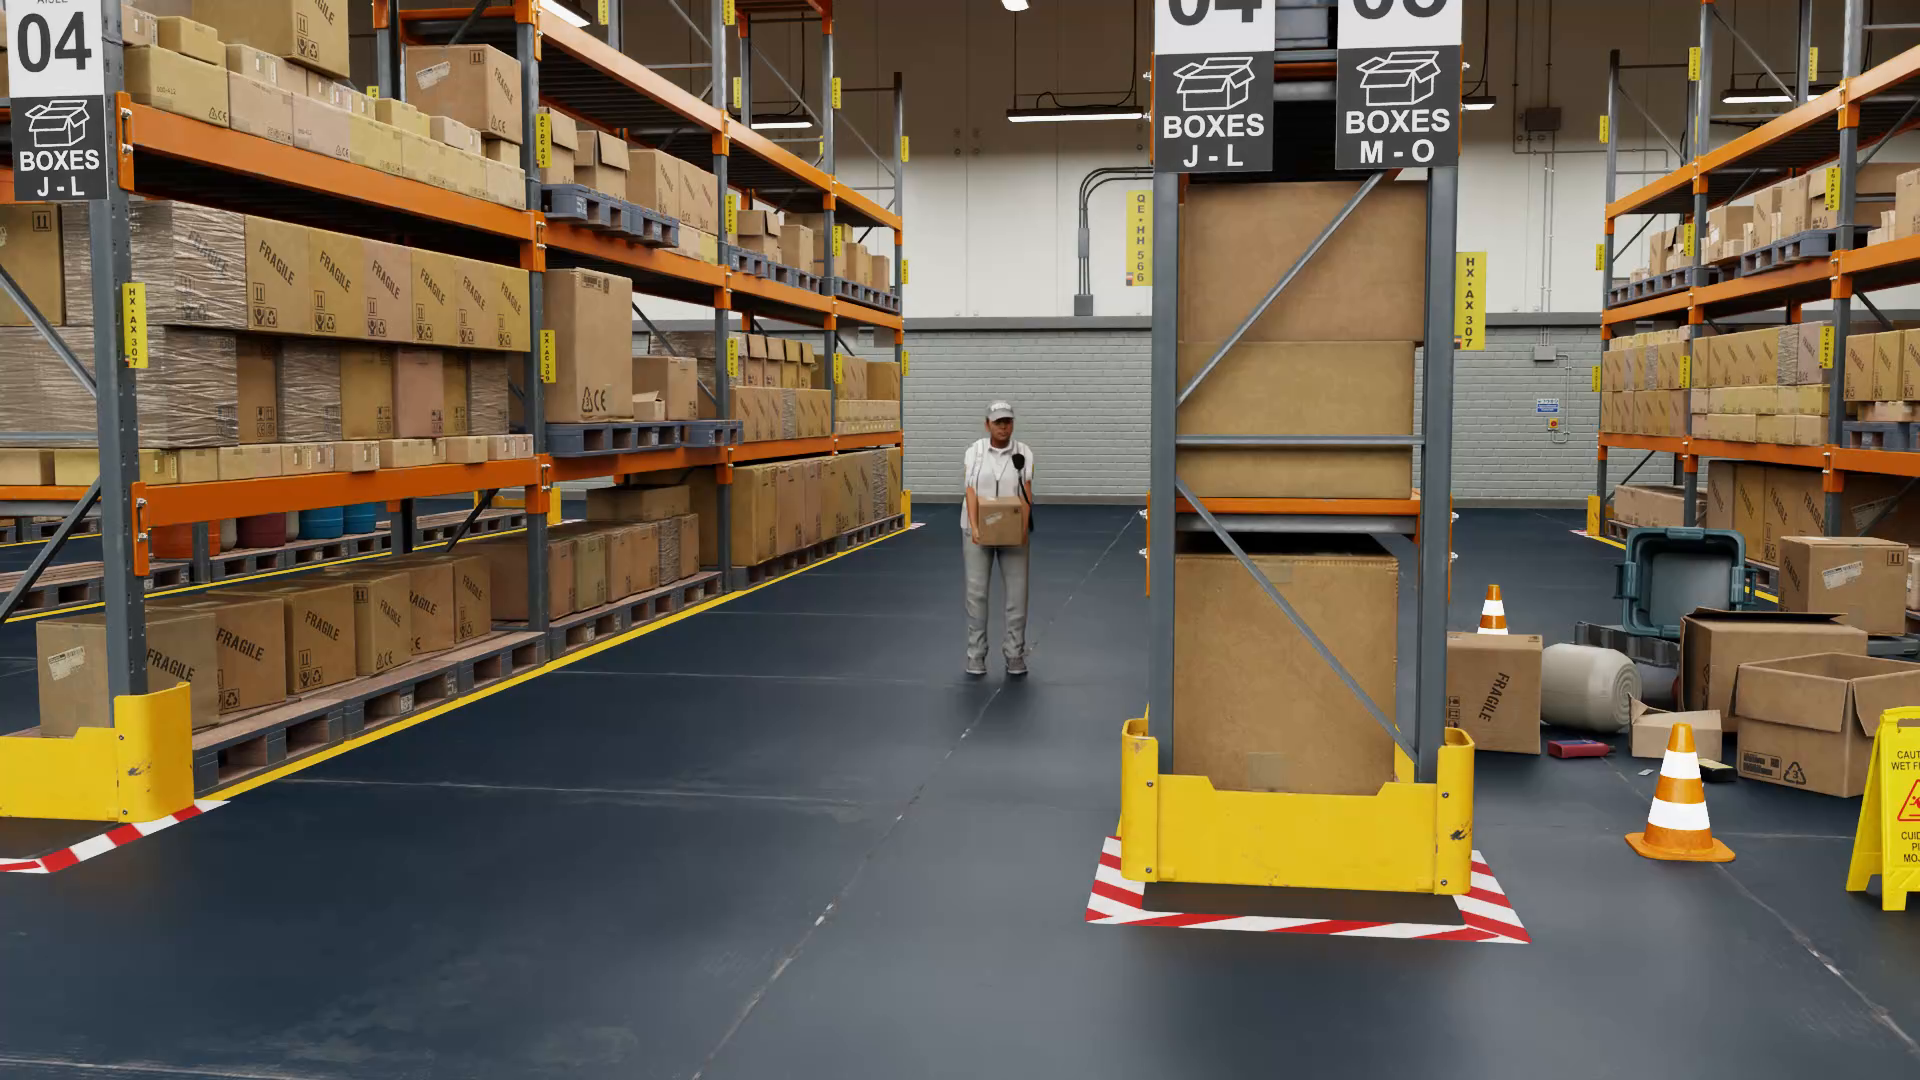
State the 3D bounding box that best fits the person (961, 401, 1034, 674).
[{"bbox_3d":[0.234,-0.017,10.169,0.452,1.662,0.555,0,5,-3],"label":"person"}]
